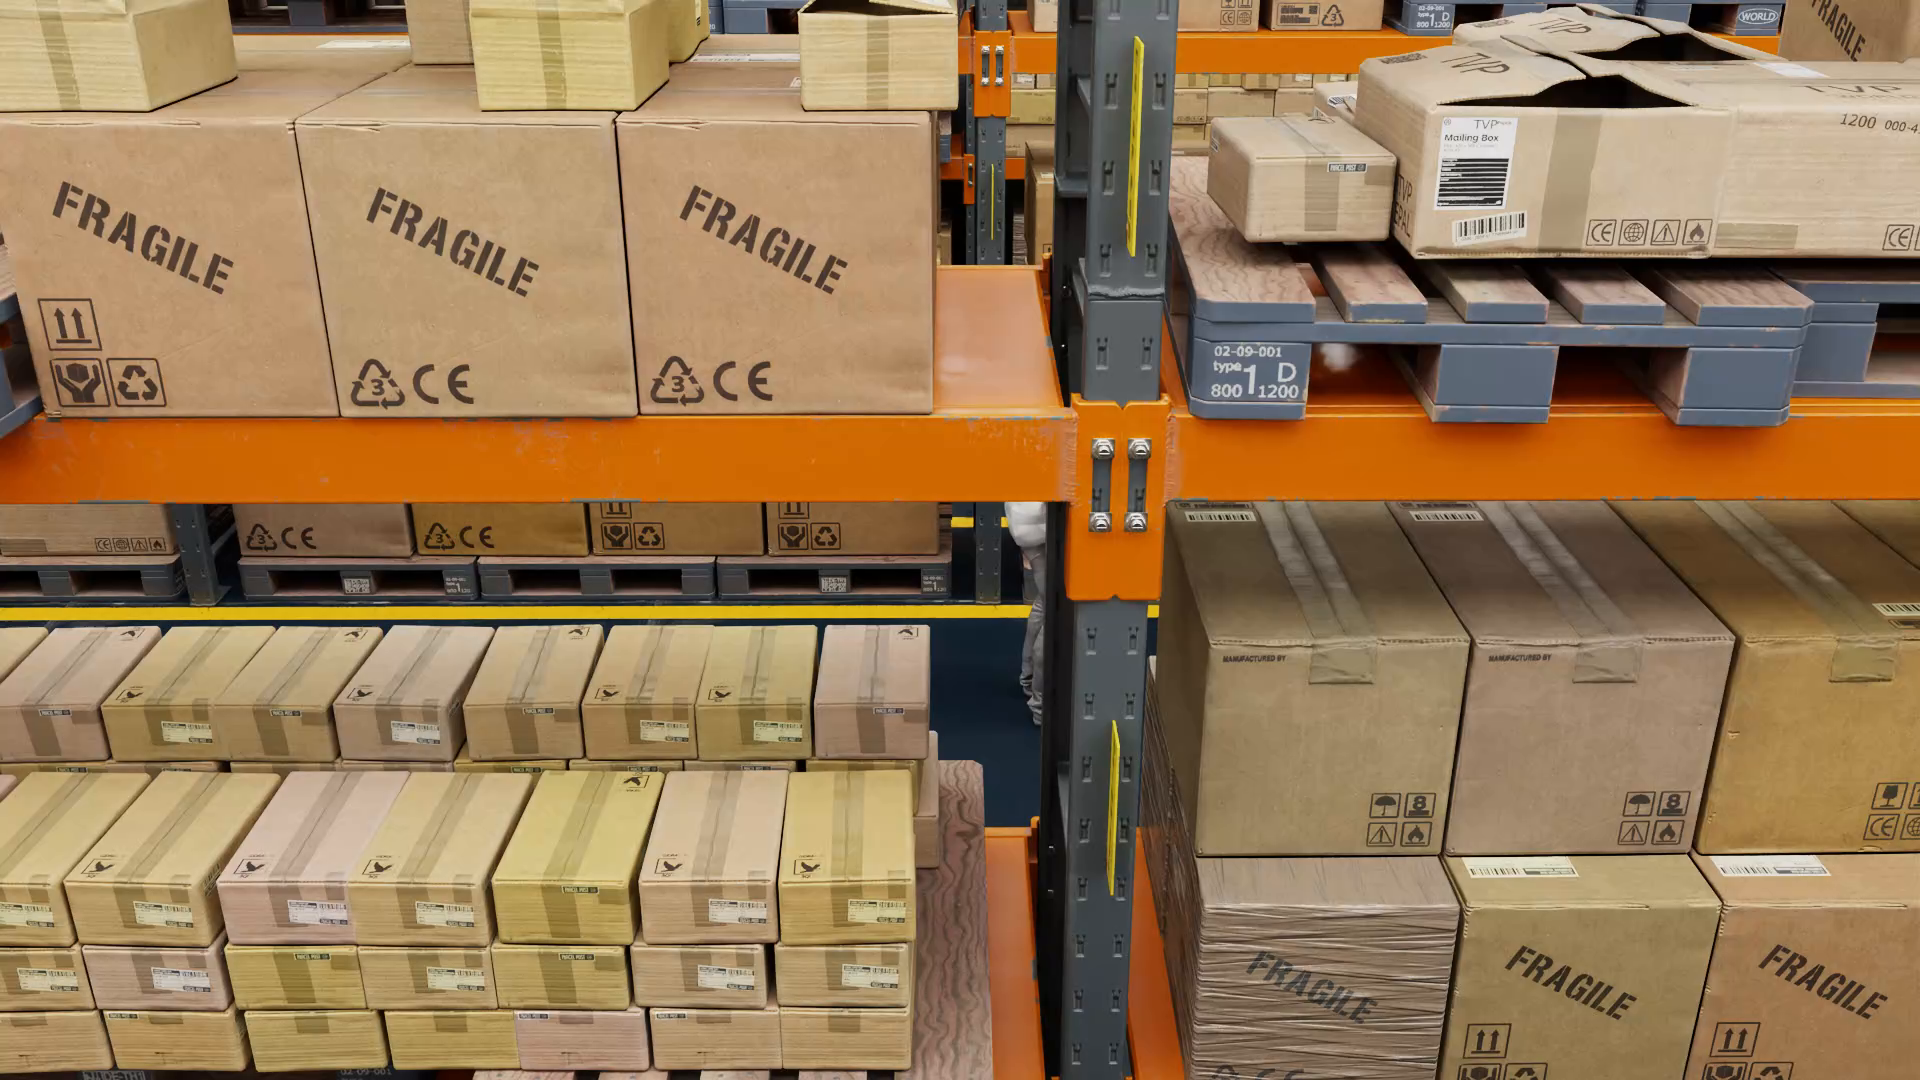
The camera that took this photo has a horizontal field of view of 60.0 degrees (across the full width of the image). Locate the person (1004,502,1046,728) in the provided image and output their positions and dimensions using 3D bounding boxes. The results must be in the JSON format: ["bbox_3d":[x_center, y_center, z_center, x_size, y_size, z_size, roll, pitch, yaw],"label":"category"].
[{"bbox_3d":[0.427,-0.057,7.210,0.465,1.759,0.630,-3,24,-6],"label":"person"}]
